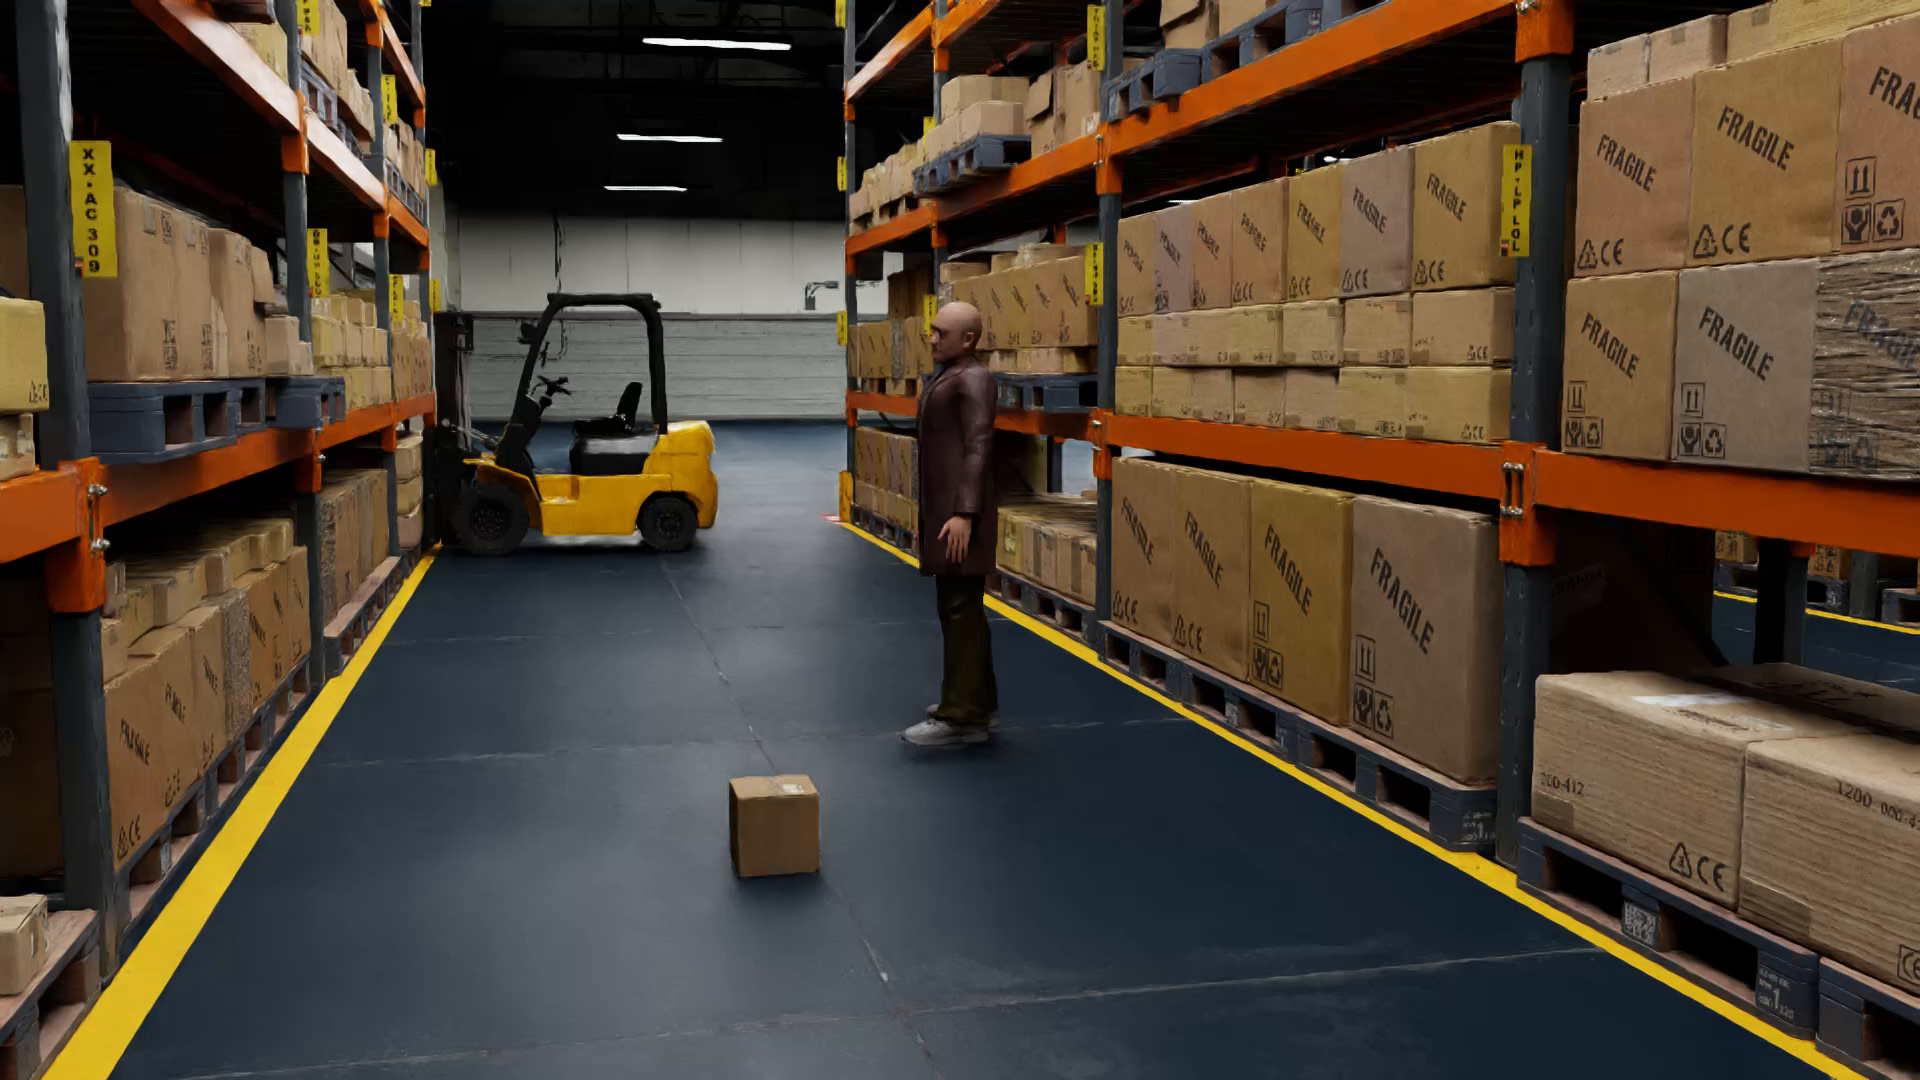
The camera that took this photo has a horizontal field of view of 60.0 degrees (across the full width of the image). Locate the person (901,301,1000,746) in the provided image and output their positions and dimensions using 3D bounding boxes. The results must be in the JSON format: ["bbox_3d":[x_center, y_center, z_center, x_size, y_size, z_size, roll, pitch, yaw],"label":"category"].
[{"bbox_3d":[-0.043,-0.074,6.783,0.468,1.787,0.698,-1,6,-10],"label":"person"}]
